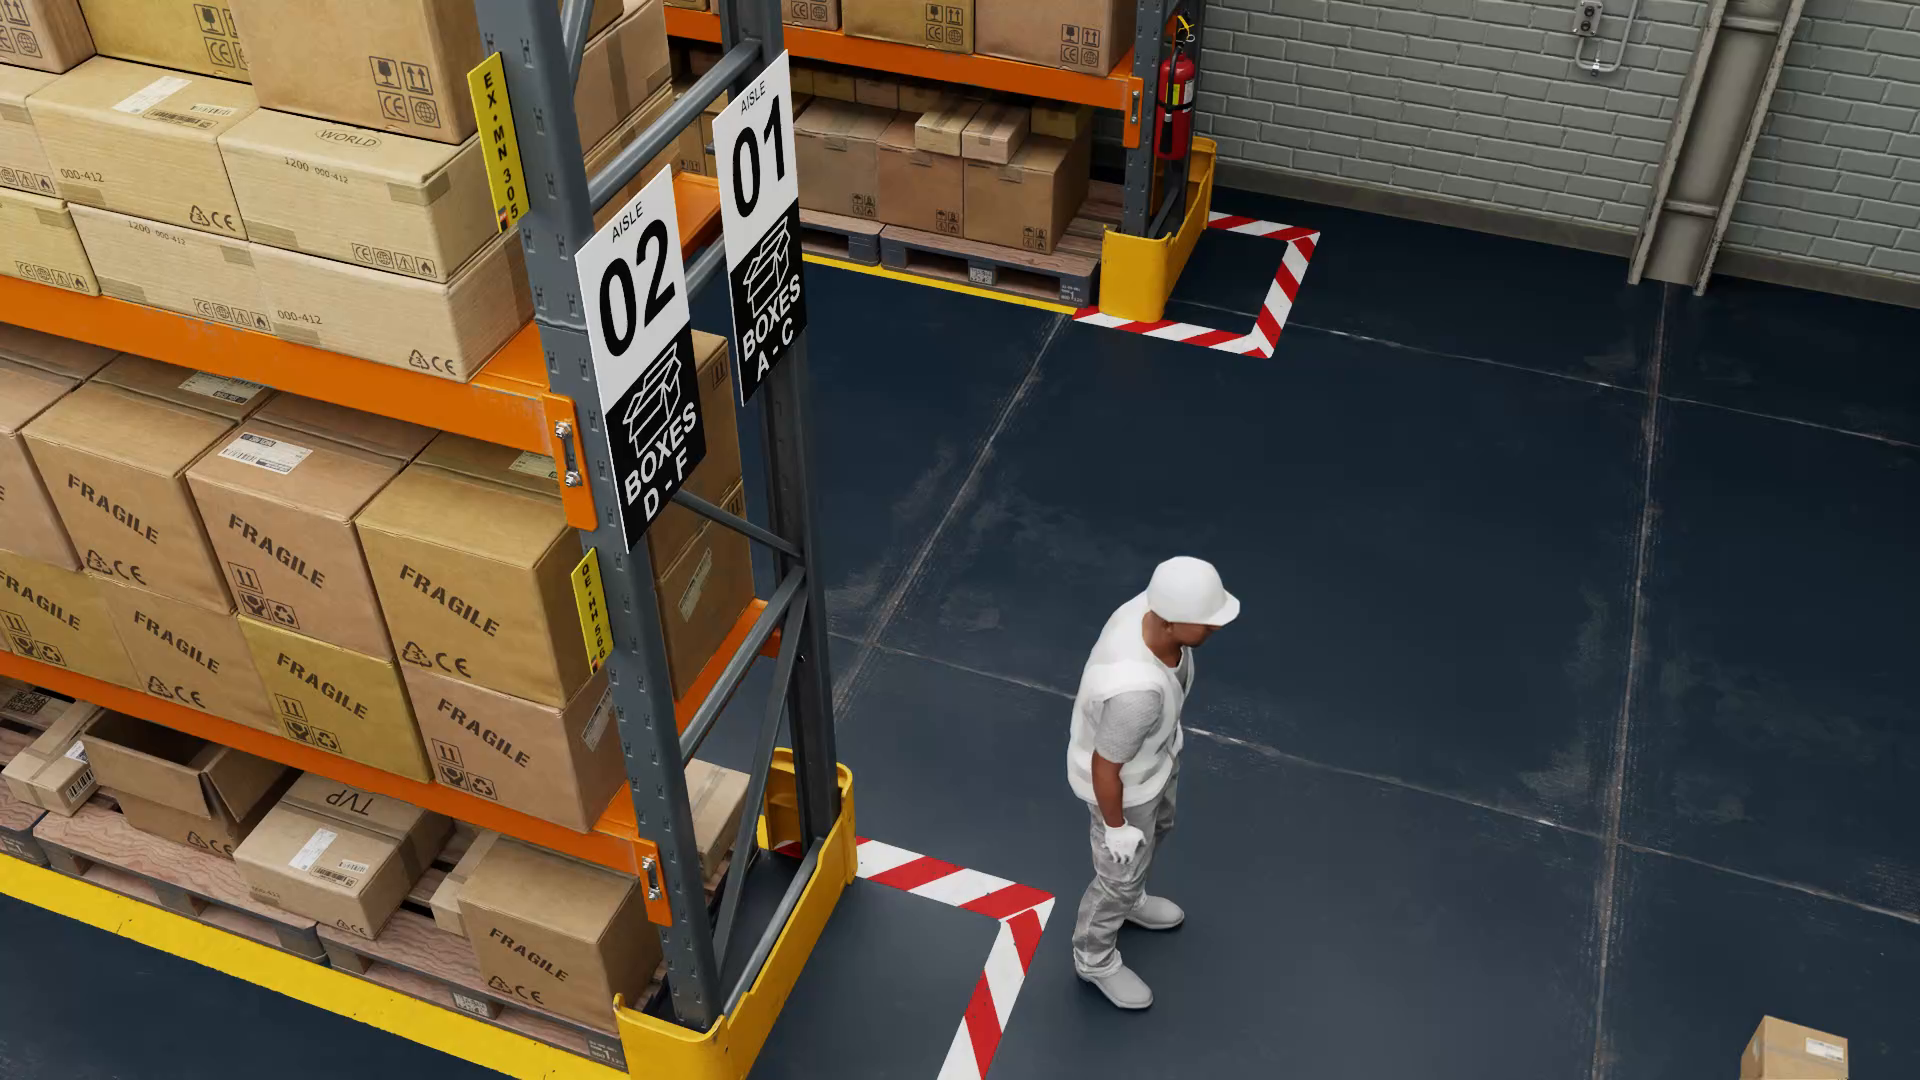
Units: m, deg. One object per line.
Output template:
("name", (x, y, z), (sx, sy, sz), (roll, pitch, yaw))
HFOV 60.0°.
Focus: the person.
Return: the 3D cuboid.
("person", (0.579, 0.738, 5.306), (0.452, 1.772, 0.617), (15, 43, 16))
